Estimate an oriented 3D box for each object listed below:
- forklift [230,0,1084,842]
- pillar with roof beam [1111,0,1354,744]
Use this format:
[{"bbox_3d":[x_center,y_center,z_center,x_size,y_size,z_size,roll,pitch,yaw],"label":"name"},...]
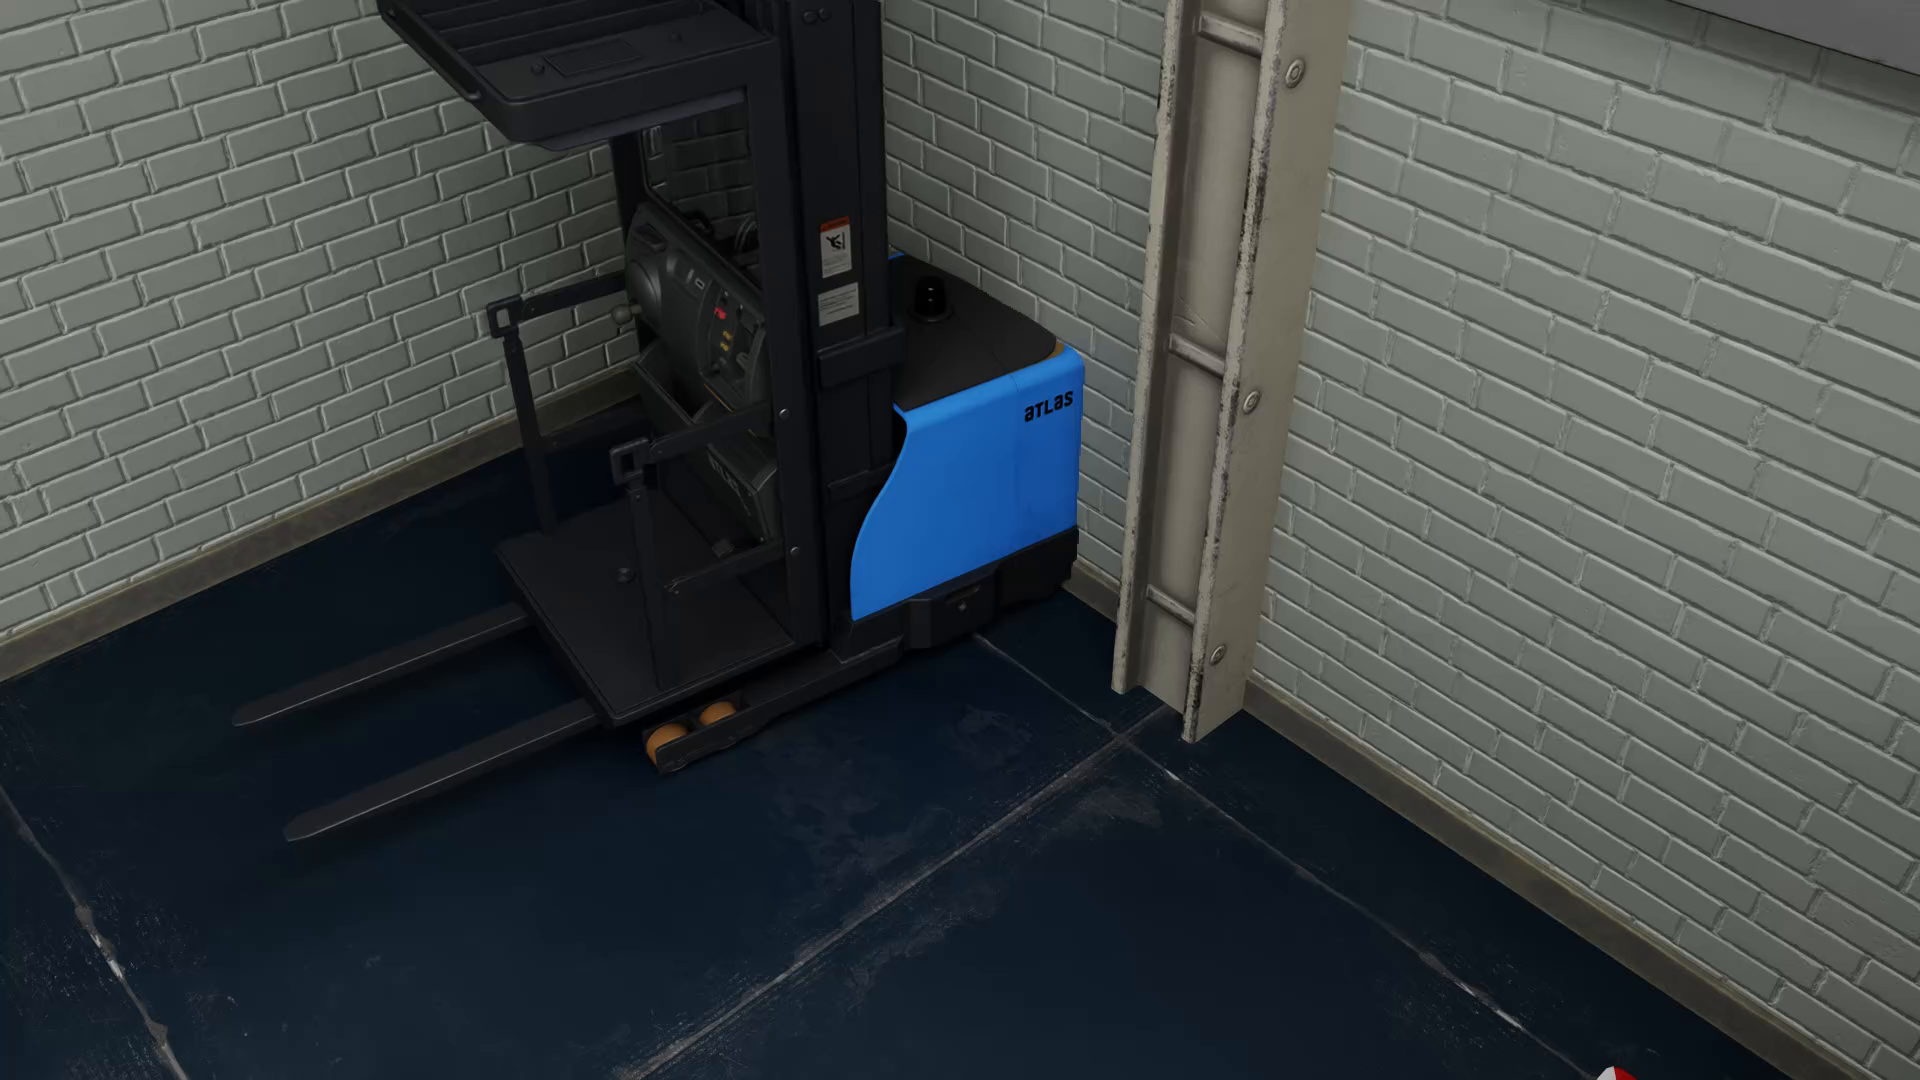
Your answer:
[{"bbox_3d":[-1.037,-0.720,5.308,3.031,2.935,1.130,-23,44,-25],"label":"forklift"},{"bbox_3d":[-2.375,-1.107,0.959,9.100,9.000,0.400,-30,48,-32],"label":"pillar with roof beam"}]
